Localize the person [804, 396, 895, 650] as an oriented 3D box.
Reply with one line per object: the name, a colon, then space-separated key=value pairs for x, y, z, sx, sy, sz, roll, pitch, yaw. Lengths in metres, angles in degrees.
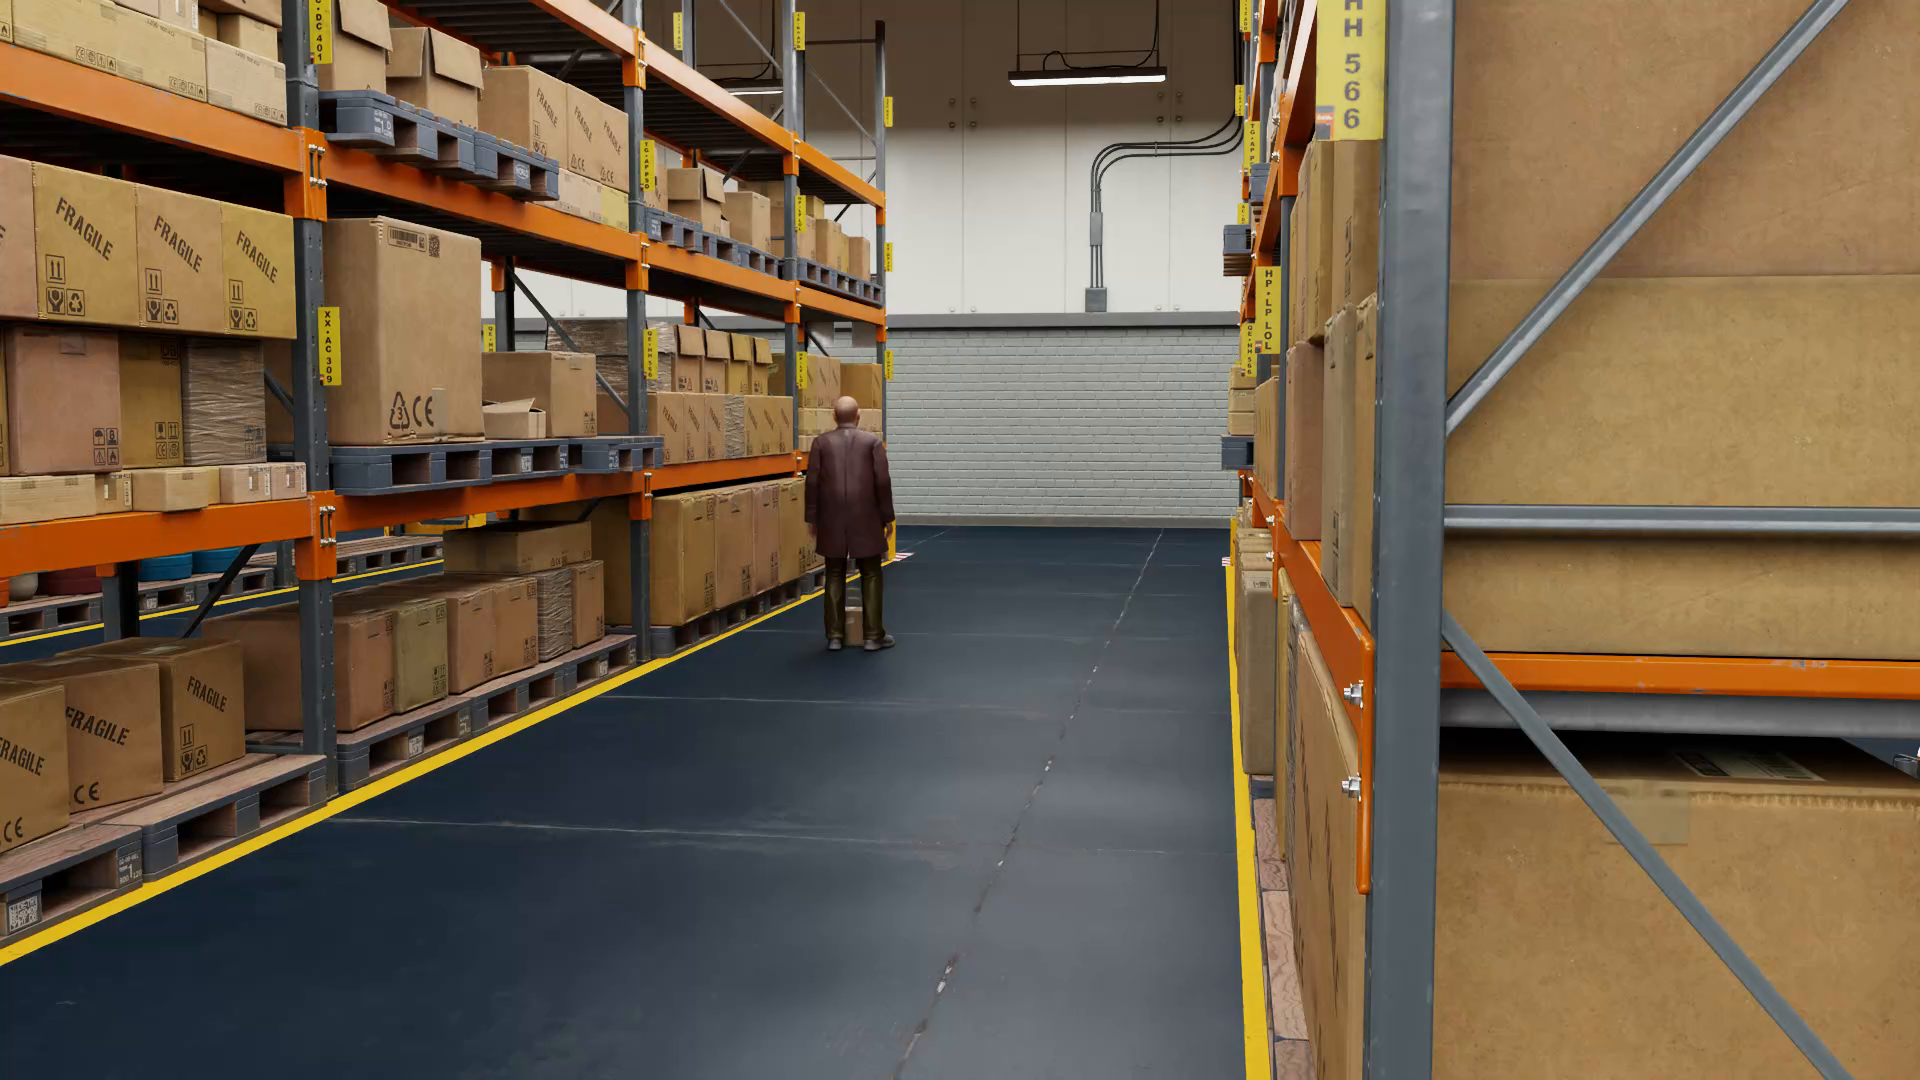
person: x=-0.776 y=-0.120 z=11.675 sx=0.645 sy=1.772 sz=0.429 roll=0 pitch=4 yaw=5
